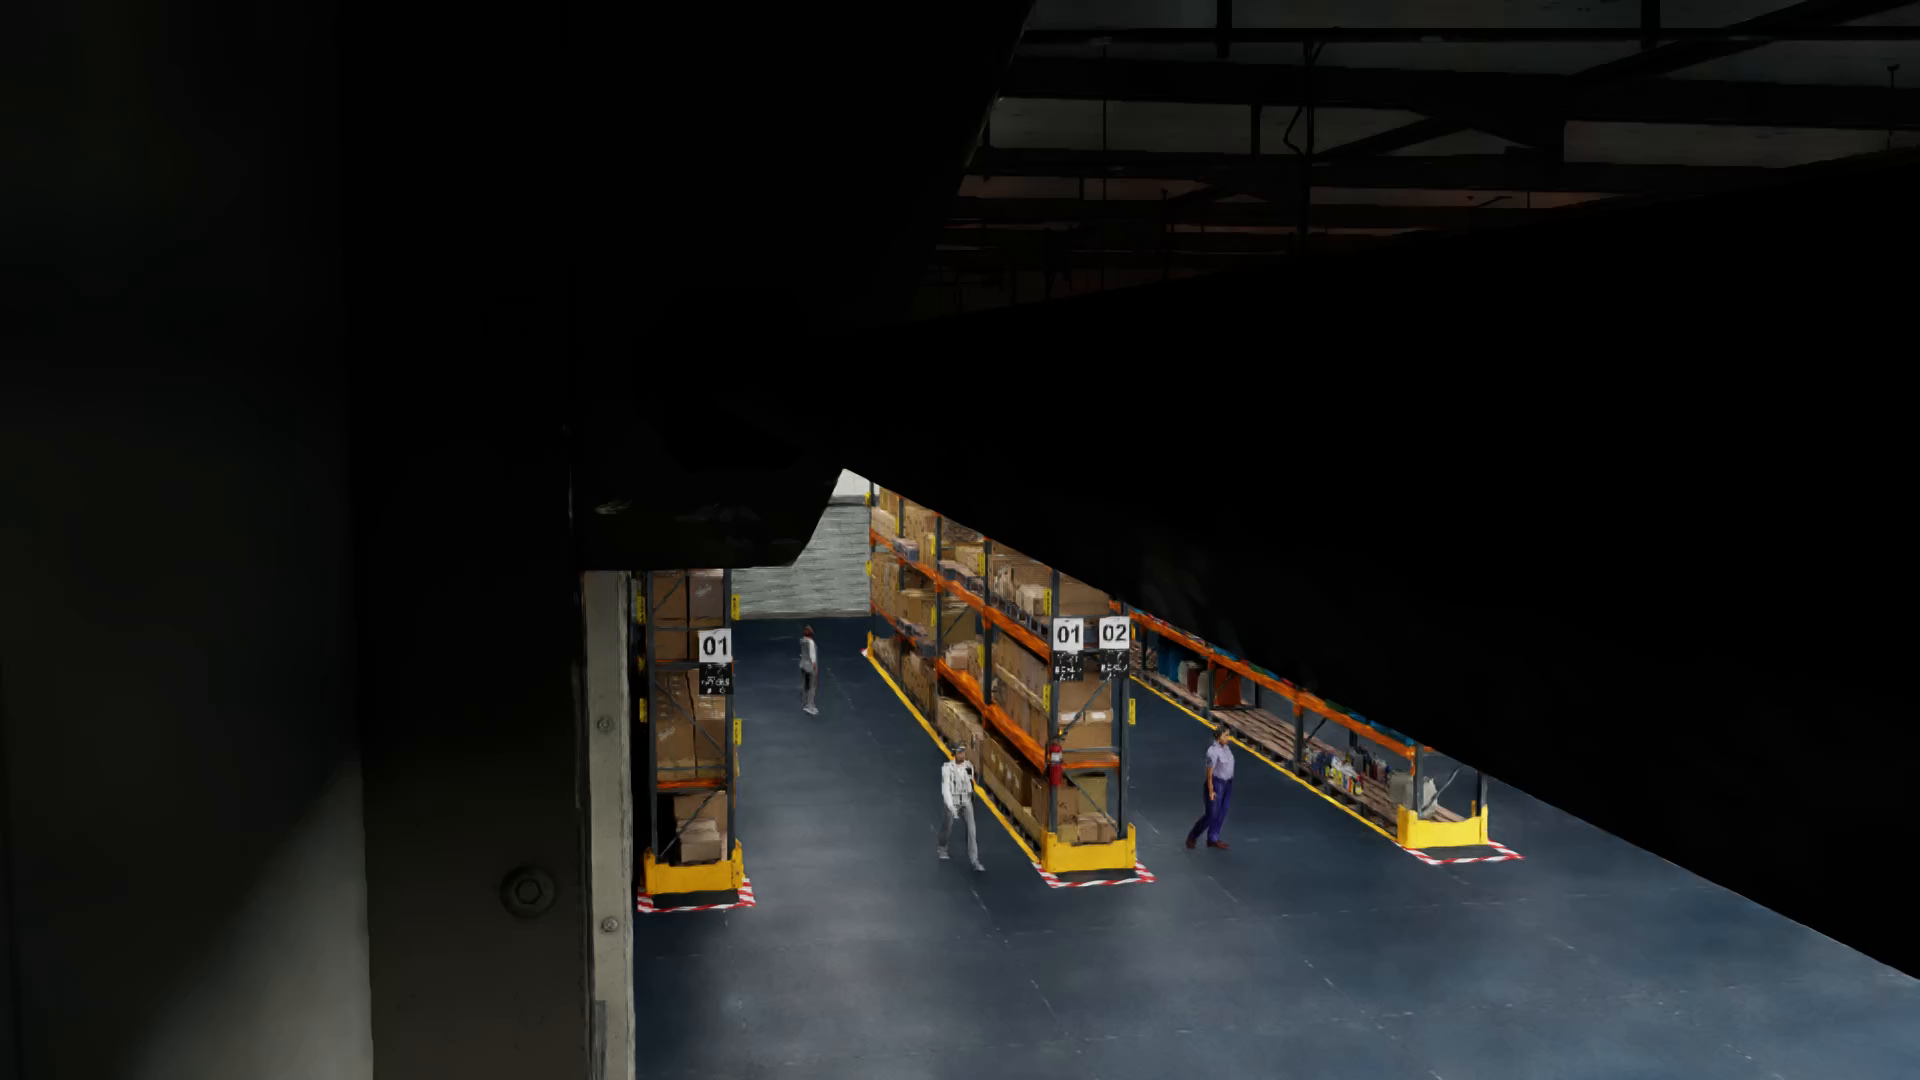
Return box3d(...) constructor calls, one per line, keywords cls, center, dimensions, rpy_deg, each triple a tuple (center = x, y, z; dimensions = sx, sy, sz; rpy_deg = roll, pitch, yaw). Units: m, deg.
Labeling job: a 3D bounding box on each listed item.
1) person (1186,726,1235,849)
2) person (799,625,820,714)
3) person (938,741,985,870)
box3d(cls="person", center=(3.281, 3.252, 21.775), dimensions=(0.509, 1.628, 0.667), rpy_deg=(5, 8, 38))
box3d(cls="person", center=(-2.754, 2.428, 30.467), dimensions=(0.349, 1.532, 0.477), rpy_deg=(-5, 8, -39))
box3d(cls="person", center=(-0.028, 3.314, 21.025), dimensions=(0.483, 1.621, 0.993), rpy_deg=(-2, 6, -19))
